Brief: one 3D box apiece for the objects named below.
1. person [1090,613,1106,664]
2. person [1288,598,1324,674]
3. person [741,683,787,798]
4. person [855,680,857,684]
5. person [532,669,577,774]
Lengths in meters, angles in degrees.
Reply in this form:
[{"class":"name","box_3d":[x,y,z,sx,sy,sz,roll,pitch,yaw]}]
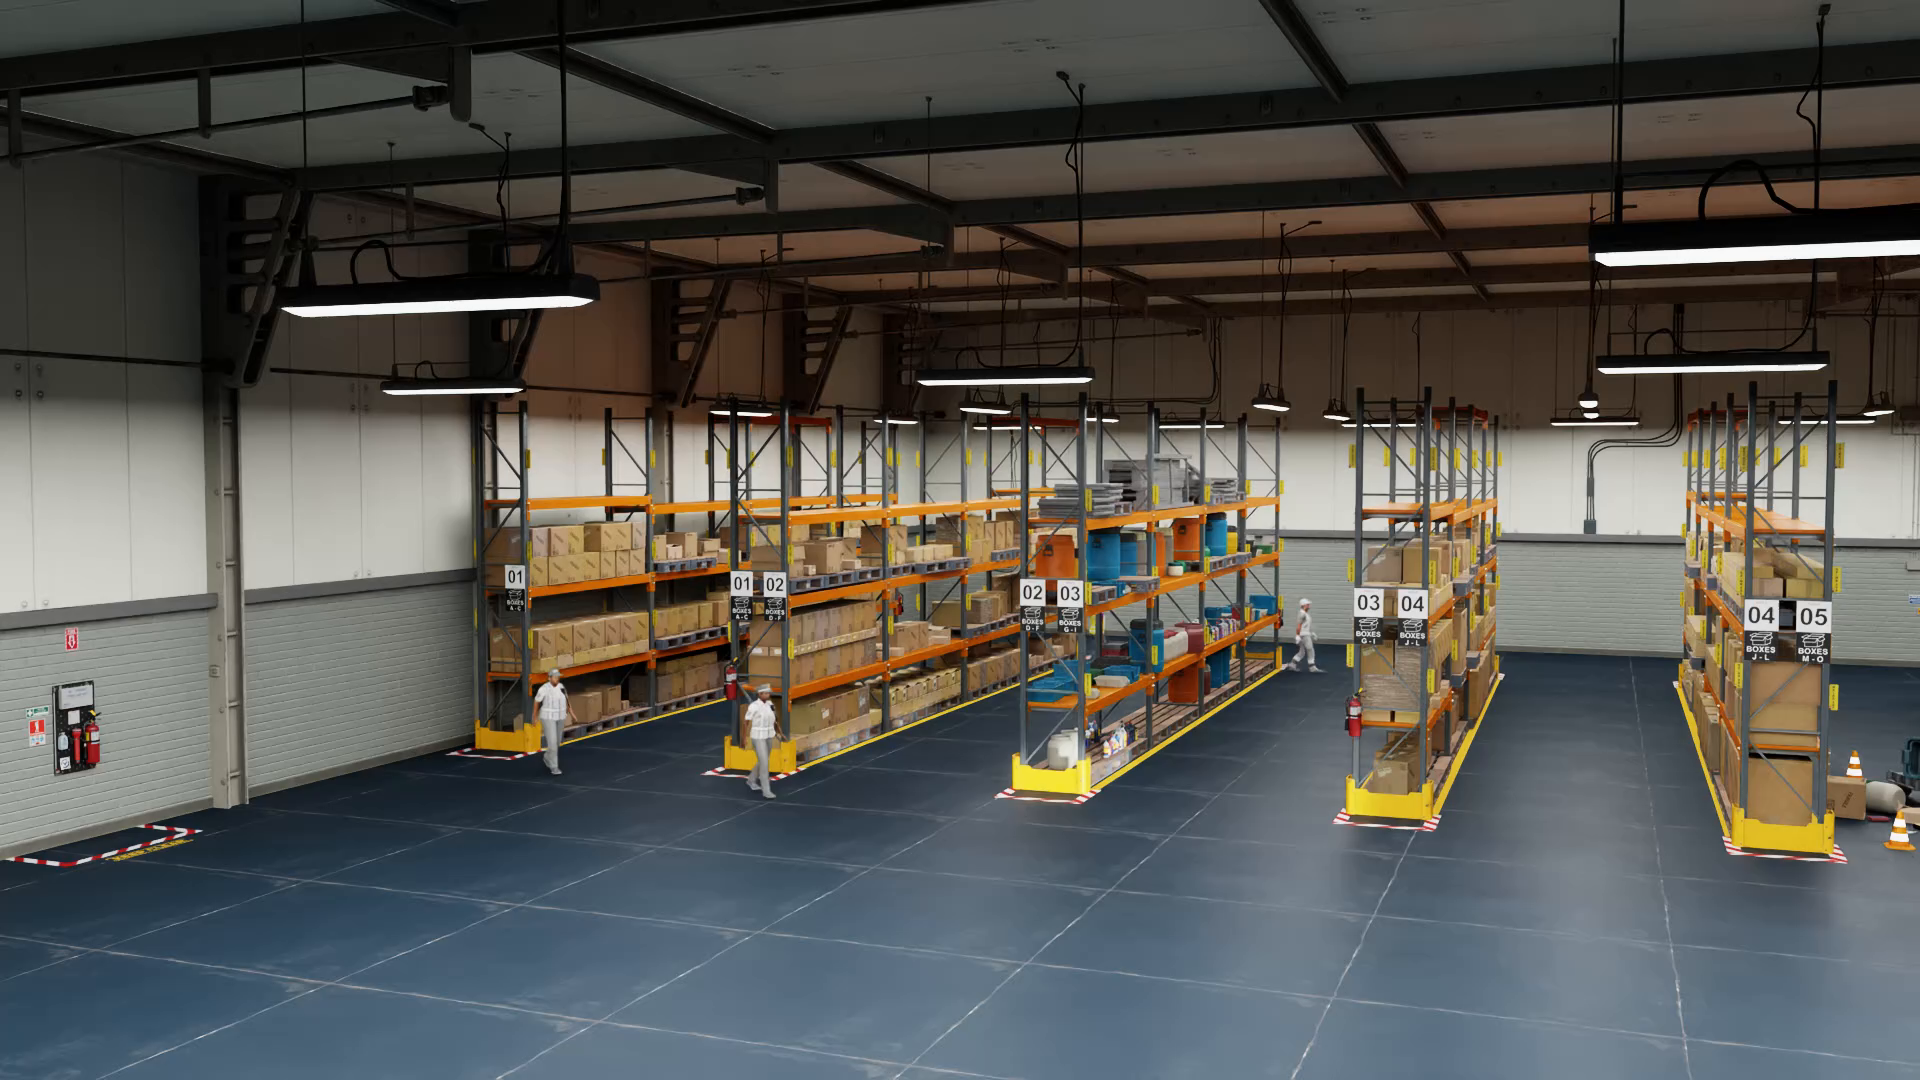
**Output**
[{"class":"person","box_3d":[3.201,2.206,38.943,0.453,1.762,0.621,-1,3,-13]},{"class":"person","box_3d":[8.086,2.242,38.845,0.823,1.772,0.573,1,3,15]},{"class":"person","box_3d":[-2.934,2.957,24.803,0.830,1.654,0.542,2,3,36]},{"class":"person","box_3d":[-2.412,2.488,35.423,0.423,1.578,0.775,1,3,19]},{"class":"person","box_3d":[-6.512,2.877,26.680,0.832,1.636,0.568,2,4,38]}]
